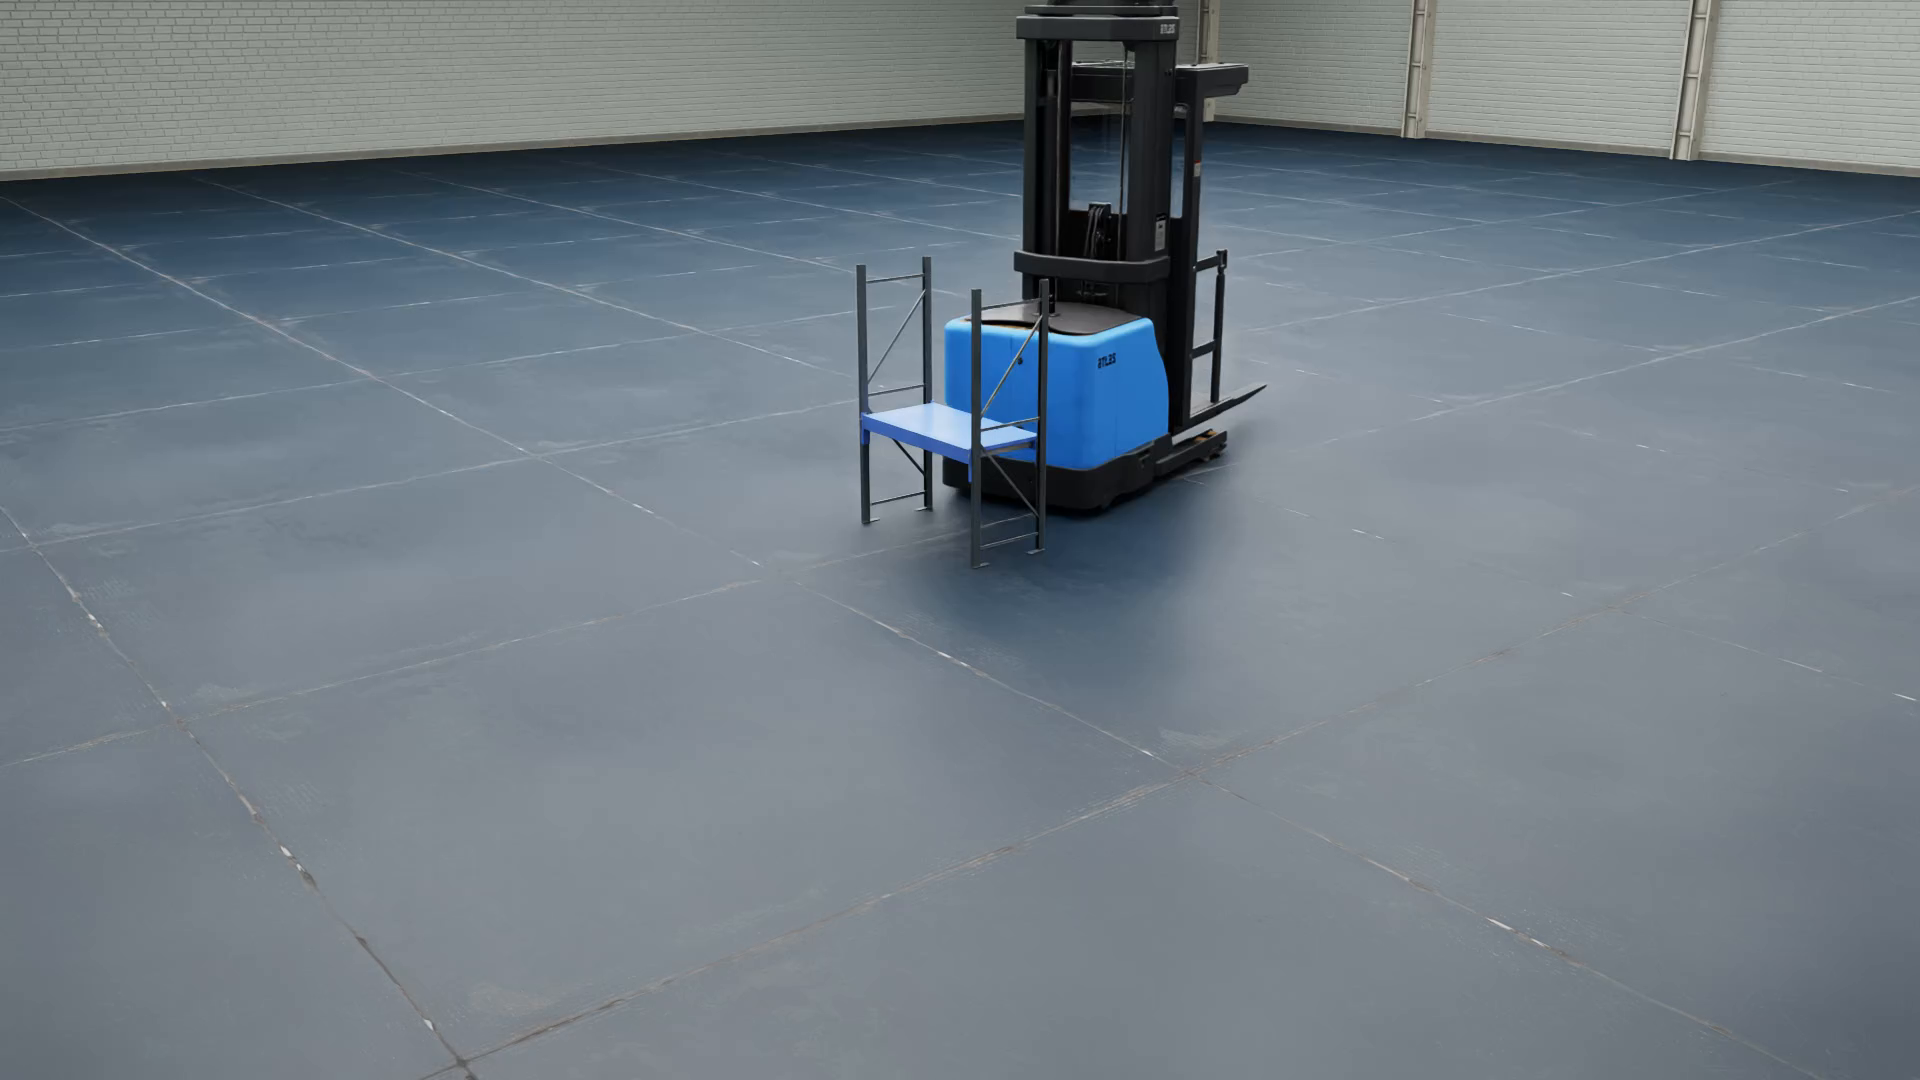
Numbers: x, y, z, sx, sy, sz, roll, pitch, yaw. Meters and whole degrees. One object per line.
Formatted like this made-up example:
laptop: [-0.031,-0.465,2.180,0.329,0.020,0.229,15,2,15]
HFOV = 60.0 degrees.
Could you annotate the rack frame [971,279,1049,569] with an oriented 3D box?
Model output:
rack frame: [0.263,-0.608,8.812,0.500,1.500,0.032,-14,23,-36]

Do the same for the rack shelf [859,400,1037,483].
rack shelf: [-0.053,-0.562,9.247,0.538,0.185,1.000,-14,23,-36]

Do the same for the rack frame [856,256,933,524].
rack frame: [-0.369,-0.858,9.568,0.500,1.500,0.032,-14,23,-36]

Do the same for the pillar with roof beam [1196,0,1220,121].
pillar with roof beam: [2.383,-13.335,35.318,9.100,9.000,0.400,-14,23,-36]

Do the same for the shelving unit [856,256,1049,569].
shelving unit: [-0.053,-0.733,9.190,0.538,1.500,1.048,-14,23,-36]

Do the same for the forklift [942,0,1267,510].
forklift: [1.120,-1.974,10.660,1.130,2.935,3.031,12,22,31]

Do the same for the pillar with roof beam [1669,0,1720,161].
pillar with roof beam: [9.834,-10.378,26.388,9.100,9.000,0.400,-14,23,-36]

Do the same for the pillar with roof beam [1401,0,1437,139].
pillar with roof beam: [6.108,-11.856,30.853,9.100,9.000,0.400,-14,23,-36]
